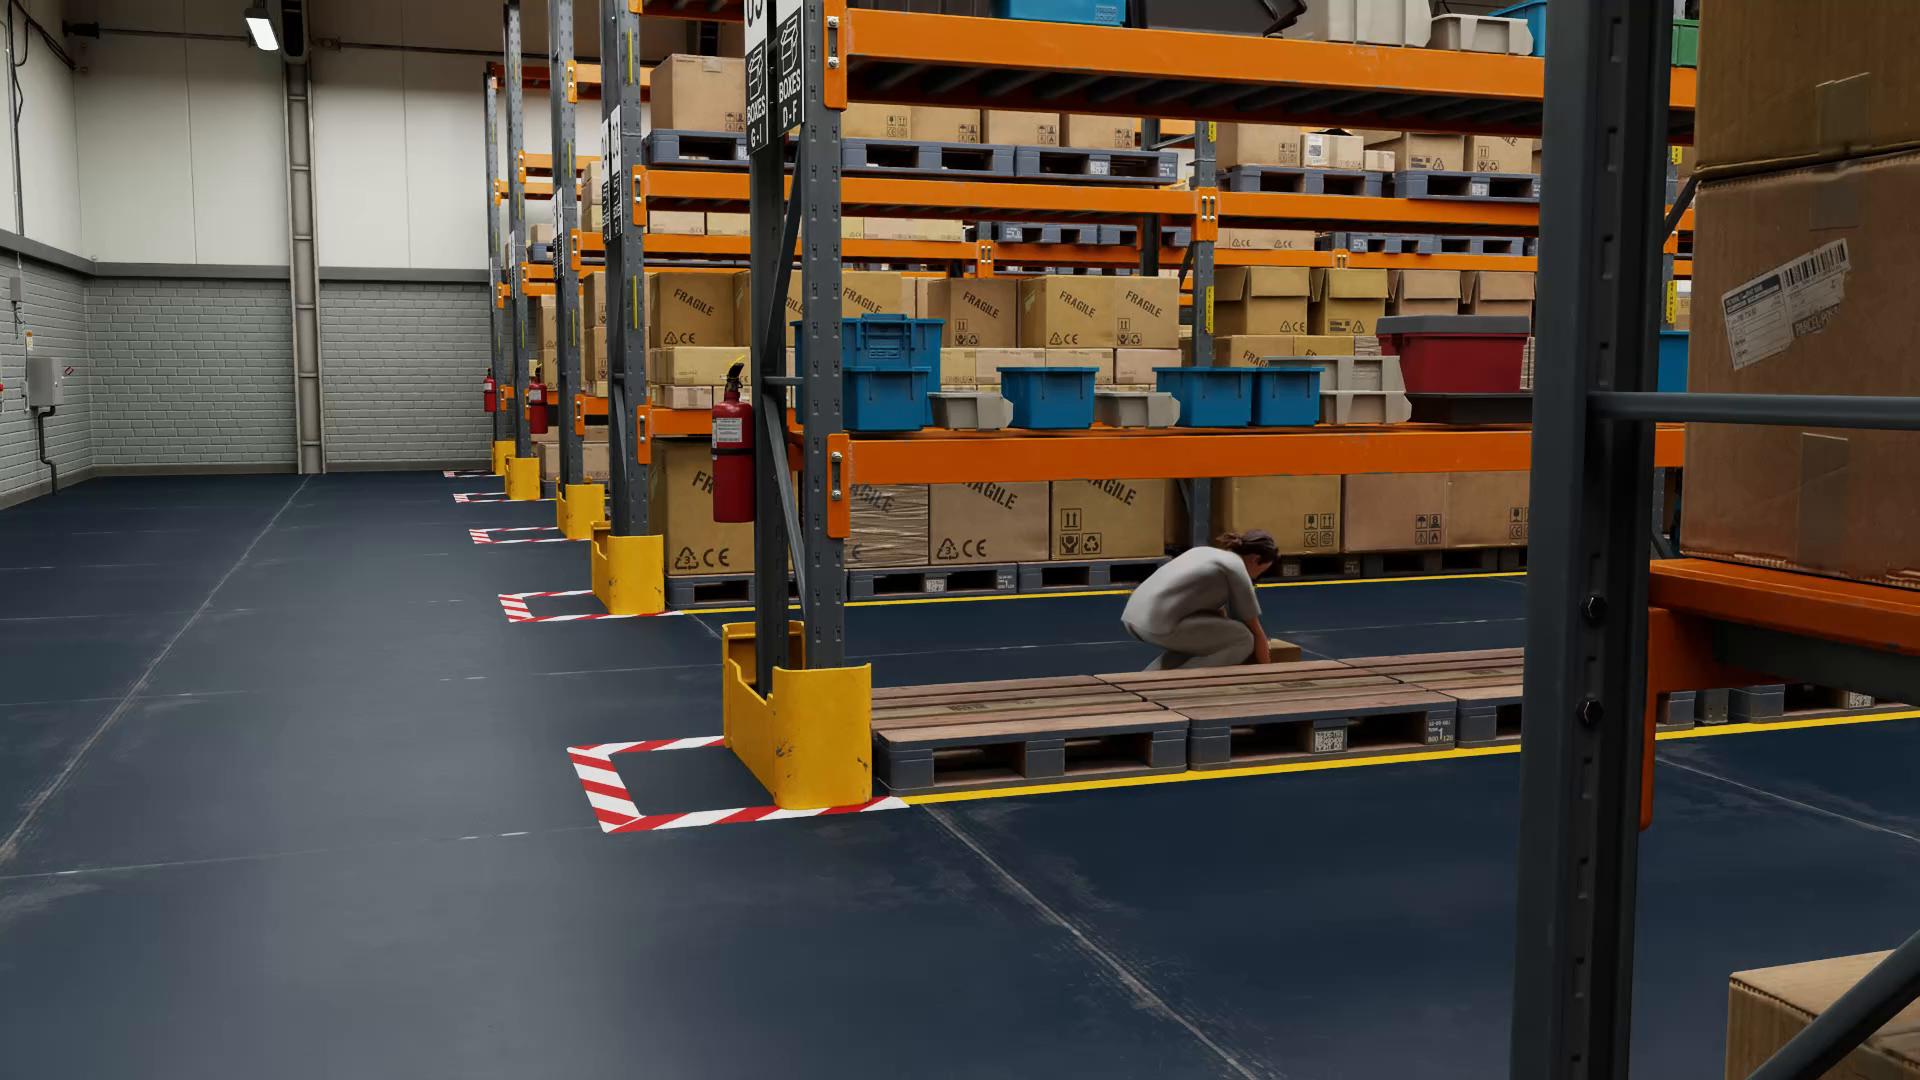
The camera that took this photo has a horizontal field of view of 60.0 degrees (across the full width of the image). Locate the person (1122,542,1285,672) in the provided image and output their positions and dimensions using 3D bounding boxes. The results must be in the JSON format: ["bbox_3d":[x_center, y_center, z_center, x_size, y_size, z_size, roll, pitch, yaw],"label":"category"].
[{"bbox_3d":[1.167,0.429,7.834,0.831,0.810,0.475,-2,6,-19],"label":"person"}]
